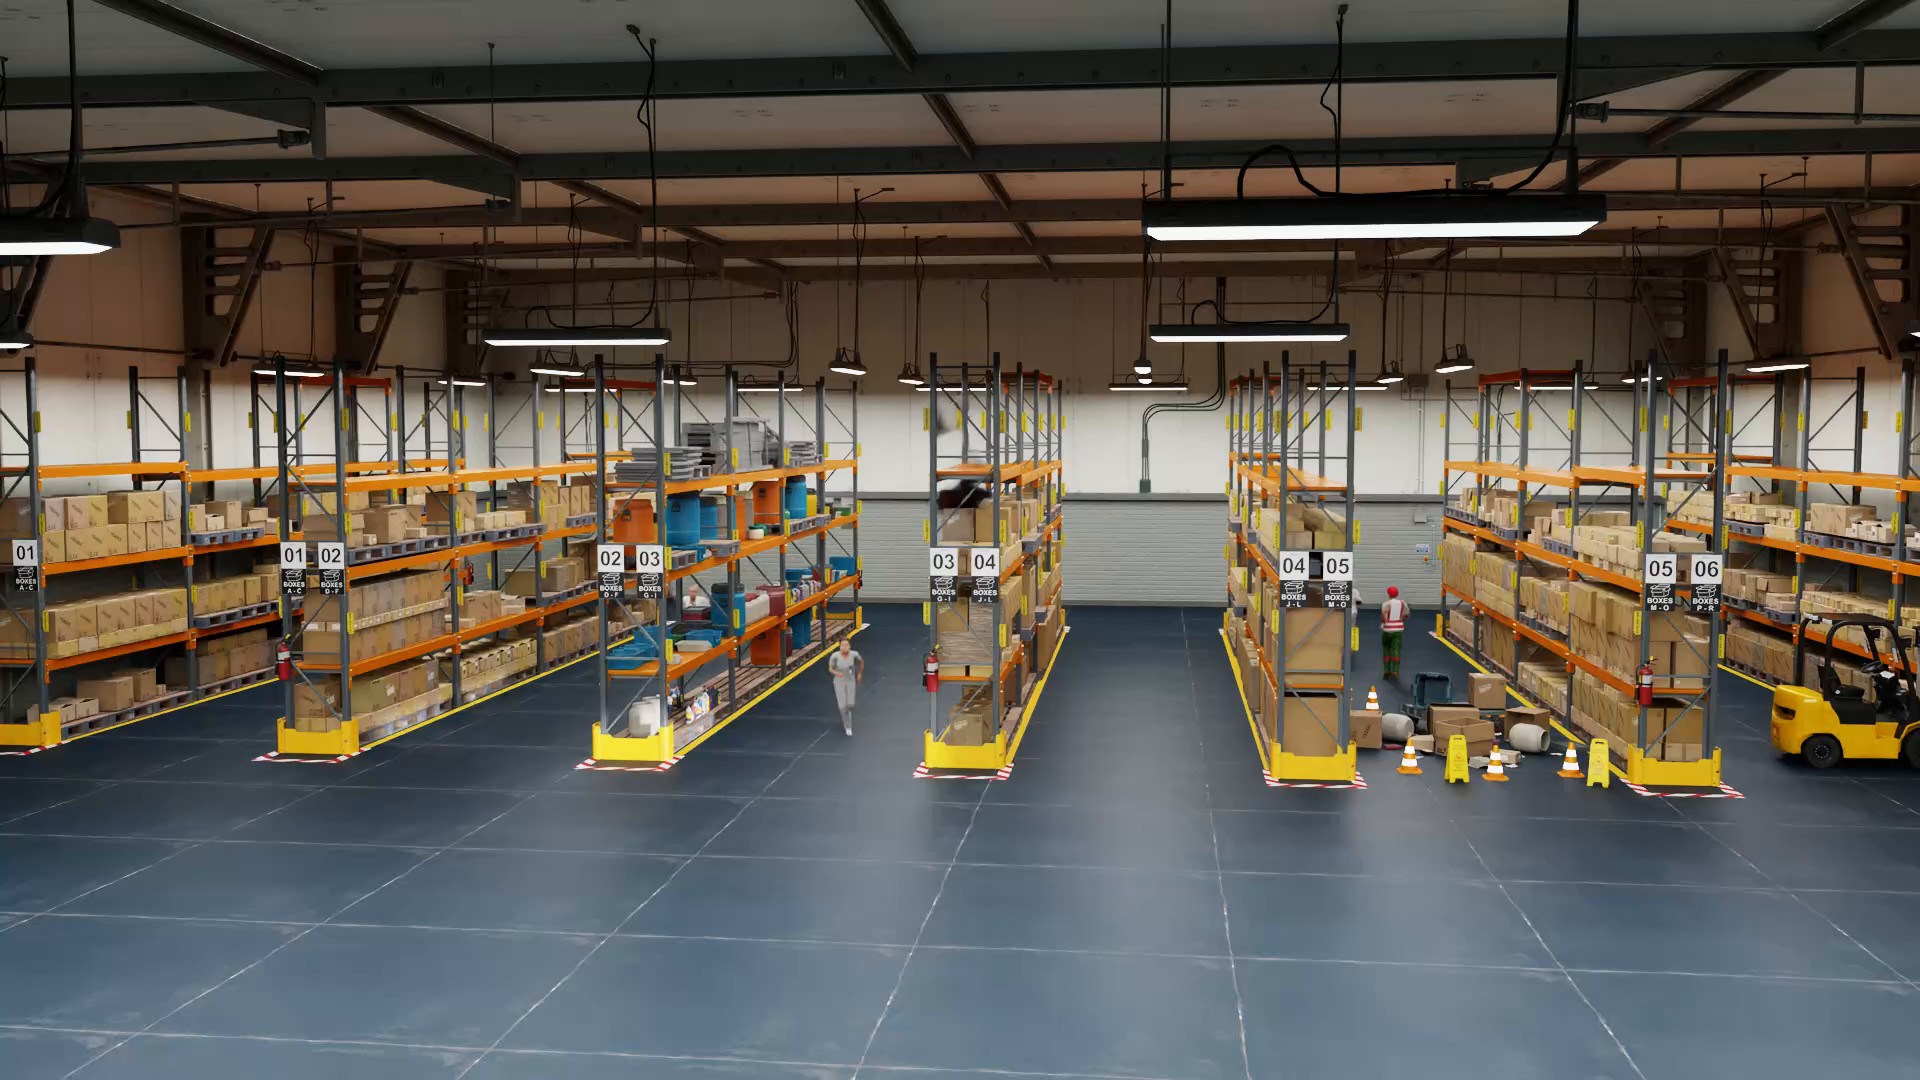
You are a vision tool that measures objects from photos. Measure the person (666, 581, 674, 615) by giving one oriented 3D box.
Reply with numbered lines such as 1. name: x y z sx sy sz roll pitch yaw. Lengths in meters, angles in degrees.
1. person: -7.640 1.119 43.046 0.606 1.691 0.648 3 5 36

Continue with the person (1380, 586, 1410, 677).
1. person: 8.472 1.826 32.432 0.617 1.851 0.792 0 4 4

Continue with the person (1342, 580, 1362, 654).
1. person: 8.340 1.642 35.647 0.555 1.747 0.816 0 4 2

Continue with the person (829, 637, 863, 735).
1. person: -1.827 2.336 26.653 0.554 1.594 0.688 0 4 -2

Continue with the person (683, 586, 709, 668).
1. person: -5.411 1.772 33.735 0.694 1.703 0.776 0 4 -2
